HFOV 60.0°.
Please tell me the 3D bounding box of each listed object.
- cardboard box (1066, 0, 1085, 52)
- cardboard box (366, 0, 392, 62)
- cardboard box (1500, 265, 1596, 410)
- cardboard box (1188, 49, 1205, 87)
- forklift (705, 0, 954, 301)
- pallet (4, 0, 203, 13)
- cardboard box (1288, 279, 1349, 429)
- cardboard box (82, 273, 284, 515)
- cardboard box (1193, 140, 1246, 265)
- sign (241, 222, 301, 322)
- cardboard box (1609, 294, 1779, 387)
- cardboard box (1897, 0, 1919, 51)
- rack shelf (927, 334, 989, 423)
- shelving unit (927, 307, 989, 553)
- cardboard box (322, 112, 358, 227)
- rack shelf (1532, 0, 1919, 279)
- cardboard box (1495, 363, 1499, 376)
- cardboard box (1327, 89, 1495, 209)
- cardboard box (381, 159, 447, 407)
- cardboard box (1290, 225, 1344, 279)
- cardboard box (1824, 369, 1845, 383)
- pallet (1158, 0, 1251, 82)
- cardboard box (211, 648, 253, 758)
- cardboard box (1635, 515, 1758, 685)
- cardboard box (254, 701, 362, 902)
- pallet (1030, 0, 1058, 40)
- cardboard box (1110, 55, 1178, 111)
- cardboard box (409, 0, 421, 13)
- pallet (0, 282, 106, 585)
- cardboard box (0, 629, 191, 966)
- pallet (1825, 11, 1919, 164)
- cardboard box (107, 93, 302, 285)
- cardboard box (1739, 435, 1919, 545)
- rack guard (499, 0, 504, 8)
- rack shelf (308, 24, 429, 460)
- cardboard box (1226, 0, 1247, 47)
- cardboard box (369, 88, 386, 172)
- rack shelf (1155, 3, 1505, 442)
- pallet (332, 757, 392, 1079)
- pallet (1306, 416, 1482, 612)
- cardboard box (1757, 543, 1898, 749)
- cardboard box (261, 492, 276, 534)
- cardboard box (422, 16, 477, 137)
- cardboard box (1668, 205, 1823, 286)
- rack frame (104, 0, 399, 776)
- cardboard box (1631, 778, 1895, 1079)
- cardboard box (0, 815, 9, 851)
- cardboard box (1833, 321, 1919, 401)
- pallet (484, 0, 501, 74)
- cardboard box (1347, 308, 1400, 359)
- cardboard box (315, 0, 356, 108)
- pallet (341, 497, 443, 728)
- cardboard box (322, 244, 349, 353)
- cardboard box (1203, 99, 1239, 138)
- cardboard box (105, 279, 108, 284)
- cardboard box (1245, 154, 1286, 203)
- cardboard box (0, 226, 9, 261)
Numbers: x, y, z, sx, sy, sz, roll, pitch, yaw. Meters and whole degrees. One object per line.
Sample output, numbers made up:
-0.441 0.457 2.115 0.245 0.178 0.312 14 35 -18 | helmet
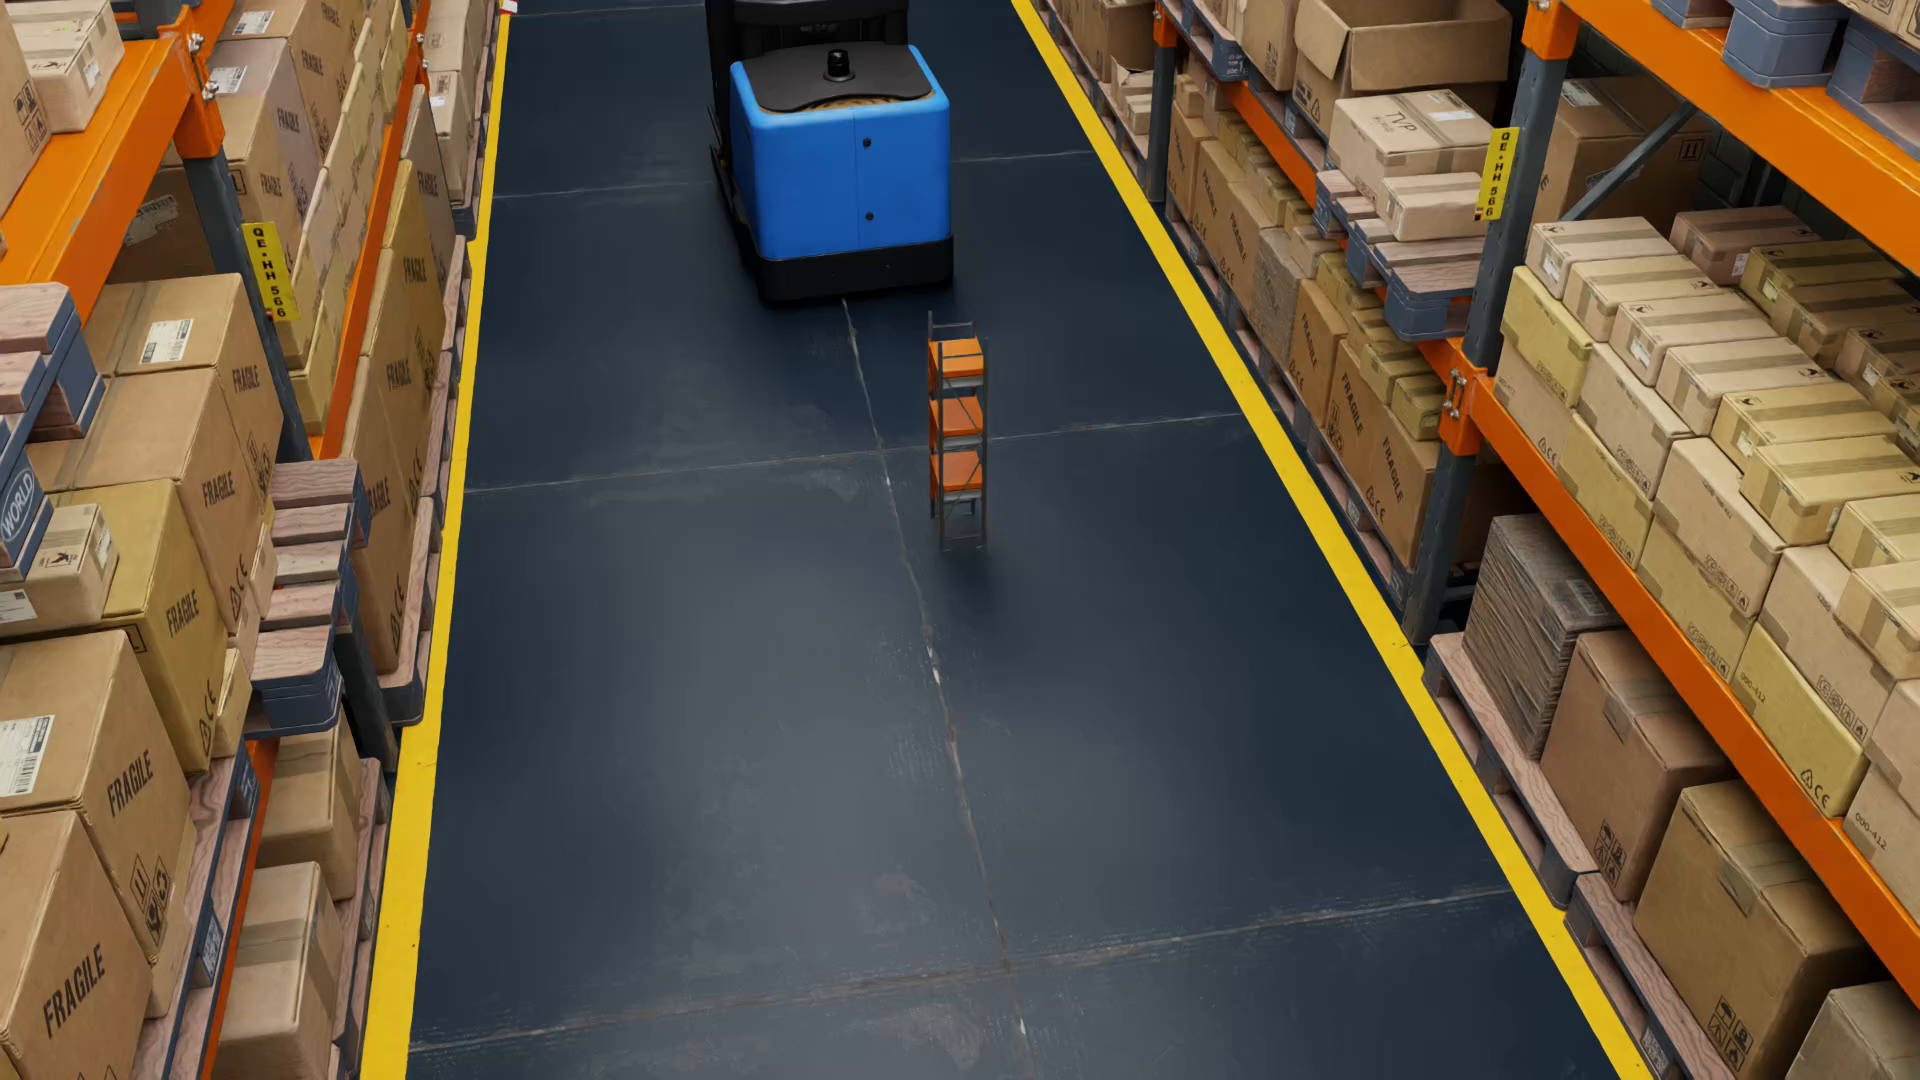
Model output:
1.018 -3.621 11.162 0.500 0.500 0.500 -6 38 -7 | cardboard box
-2.875 -2.318 7.503 0.500 0.250 0.500 -5 38 -7 | cardboard box
2.114 -0.682 5.398 0.500 0.250 0.500 -6 38 -8 | cardboard box
1.461 -2.570 9.038 0.380 0.149 0.250 -7 38 -9 | cardboard box
-0.892 -3.323 9.138 1.130 2.935 3.031 -9 39 -11 | forklift
-2.750 -1.798 4.828 1.213 0.211 1.003 -5 38 -6 | pallet
1.844 -0.871 7.621 0.500 0.500 0.500 -5 38 -6 | cardboard box
-2.232 -0.383 4.631 0.500 0.500 0.500 -7 38 -9 | cardboard box
1.566 -1.799 8.815 0.500 0.500 0.500 -7 38 -9 | cardboard box
-2.052 -0.795 4.949 0.100 0.325 0.005 -6 38 -8 | sign
2.185 -0.599 4.965 0.380 0.149 0.250 -5 38 -7 | cardboard box
2.367 -1.192 3.389 0.500 0.500 0.500 -5 38 -7 | cardboard box
-0.009 -0.663 6.802 0.215 0.259 0.240 -6 38 -8 | rack shelf
-0.009 -0.447 6.970 0.215 1.050 0.252 -6 38 -8 | shelving unit
-2.595 -1.390 6.309 0.500 0.250 0.500 -6 38 -8 | cardboard box
2.652 -0.533 3.633 1.077 0.370 4.000 -6 38 -8 | rack shelf
2.437 -0.603 7.276 0.500 0.500 0.500 -6 38 -8 | cardboard box
1.798 -1.550 6.580 0.500 0.250 0.500 -8 39 -10 | cardboard box
-2.933 -1.137 7.658 0.875 0.875 0.875 -5 38 -7 | cardboard box
1.760 -1.351 7.710 0.380 0.149 0.250 -8 39 -10 | cardboard box
2.745 -0.429 5.072 0.500 0.250 0.500 -6 38 -8 | cardboard box
1.633 -2.687 8.420 1.003 0.211 1.213 -6 38 -8 | pallet
-1.991 0.421 4.126 0.380 0.149 0.250 -6 38 -7 | cardboard box
2.319 0.127 4.763 0.500 0.250 0.500 -7 38 -9 | cardboard box
-2.496 0.910 5.434 0.950 0.372 0.625 -9 39 -11 | cardboard box
1.053 -4.044 12.284 1.003 0.211 1.213 -6 38 -8 | pallet
1.150 -2.864 10.377 0.396 0.266 0.258 -5 38 -6 | cardboard box
-3.111 -3.072 8.677 0.500 0.500 0.500 -5 38 -6 | cardboard box
-2.072 -0.009 2.525 1.213 0.211 1.003 -6 38 -8 | pallet
-1.946 0.563 3.414 0.500 0.500 0.500 -8 39 -10 | cardboard box
2.707 -0.875 3.641 1.003 0.211 1.213 -5 38 -6 | pallet
-2.431 -1.063 5.277 0.500 0.500 0.500 -7 38 -9 | cardboard box
2.304 -0.134 4.367 0.380 0.149 0.250 -5 38 -7 | cardboard box
-3.992 -4.164 12.202 1.175 0.500 0.348 -6 38 -8 | rack guard
-2.936 -1.229 6.973 1.077 0.370 4.000 -6 38 -8 | rack shelf
1.466 -2.489 7.776 0.396 0.266 0.258 -4 38 -6 | cardboard box
-2.802 -1.803 7.248 0.500 0.250 0.500 -7 38 -9 | cardboard box
1.951 -1.765 7.663 1.077 0.370 4.000 -6 38 -8 | rack shelf
-2.449 1.269 5.445 1.003 0.211 1.213 -6 38 -8 | pallet
2.208 -0.195 7.328 1.003 0.211 1.213 -6 38 -8 | pallet
2.414 0.242 4.209 0.500 0.250 0.500 -6 38 -7 | cardboard box
-2.178 -0.044 4.725 0.380 0.149 0.250 -6 38 -7 | cardboard box
-3.448 -2.806 10.163 0.875 0.438 0.875 -7 38 -9 | cardboard box
2.557 -0.962 5.433 0.380 0.149 0.250 -5 38 -6 | cardboard box
-2.585 -0.305 5.197 1.000 3.000 0.127 -6 38 -8 | rack frame
2.638 1.110 4.970 0.875 0.625 0.625 -8 39 -10 | cardboard box
-1.910 0.565 2.883 0.380 0.149 0.250 -4 38 -5 | cardboard box
2.810 -0.512 4.854 0.380 0.149 0.250 -7 38 -9 | cardboard box
-3.770 -3.561 11.662 1.003 0.211 1.213 -6 38 -8 | pallet
1.884 -0.872 7.094 0.380 0.149 0.250 -7 38 -9 | cardboard box
-2.688 -1.981 6.459 0.500 0.500 0.500 -6 38 -7 | cardboard box
-2.649 0.312 6.676 1.003 0.211 1.213 -6 38 -8 | pallet
-2.530 -0.876 6.055 0.500 0.250 0.500 -7 38 -9 | cardboard box
1.526 -2.287 8.916 0.380 0.149 0.250 -7 38 -9 | cardboard box
-2.933 -1.023 5.226 0.500 0.500 0.500 -7 38 -9 | cardboard box
1.650 -1.815 8.307 0.380 0.149 0.250 -6 38 -8 | cardboard box
-2.289 -0.612 3.063 0.797 0.503 0.637 -6 38 -8 | cardboard box
